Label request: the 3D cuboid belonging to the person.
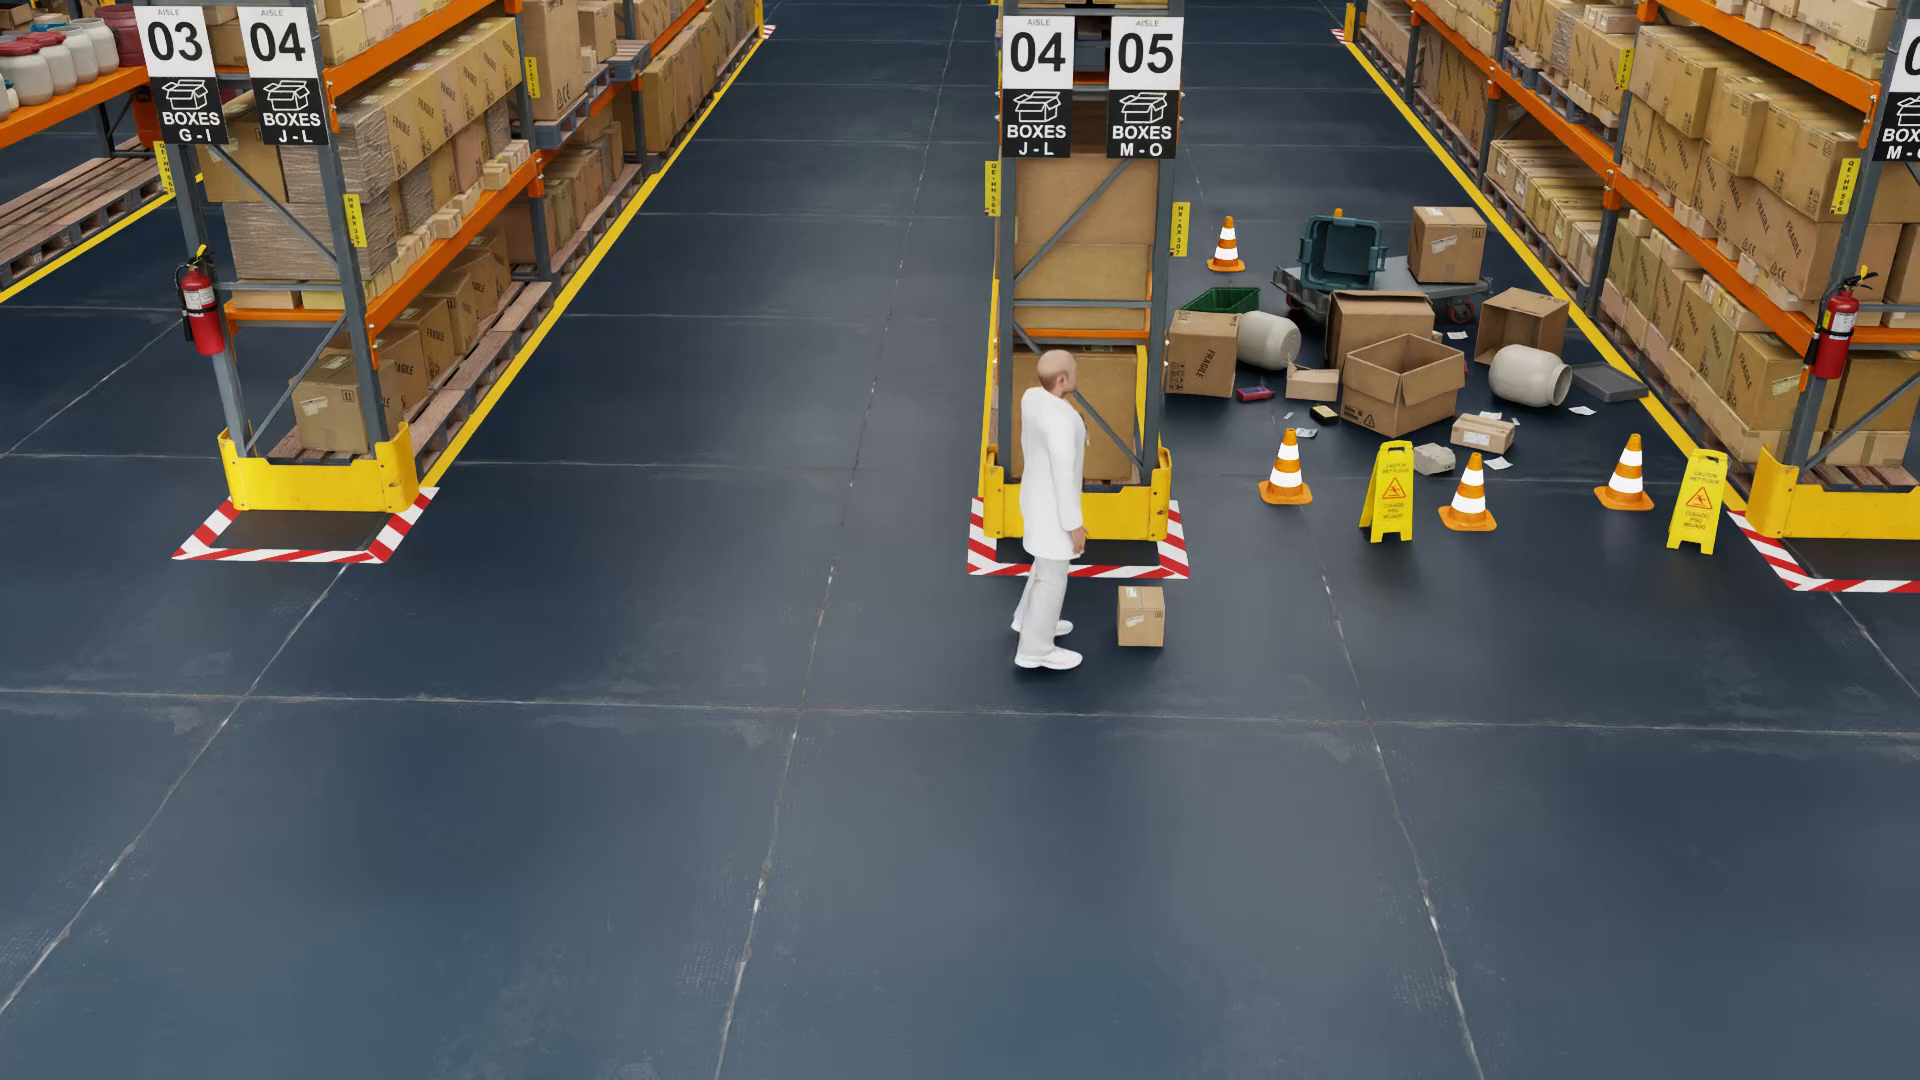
[{"bbox_3d":[0.482,-0.173,8.941,0.455,1.795,0.647,-7,28,-14],"label":"person"}]
